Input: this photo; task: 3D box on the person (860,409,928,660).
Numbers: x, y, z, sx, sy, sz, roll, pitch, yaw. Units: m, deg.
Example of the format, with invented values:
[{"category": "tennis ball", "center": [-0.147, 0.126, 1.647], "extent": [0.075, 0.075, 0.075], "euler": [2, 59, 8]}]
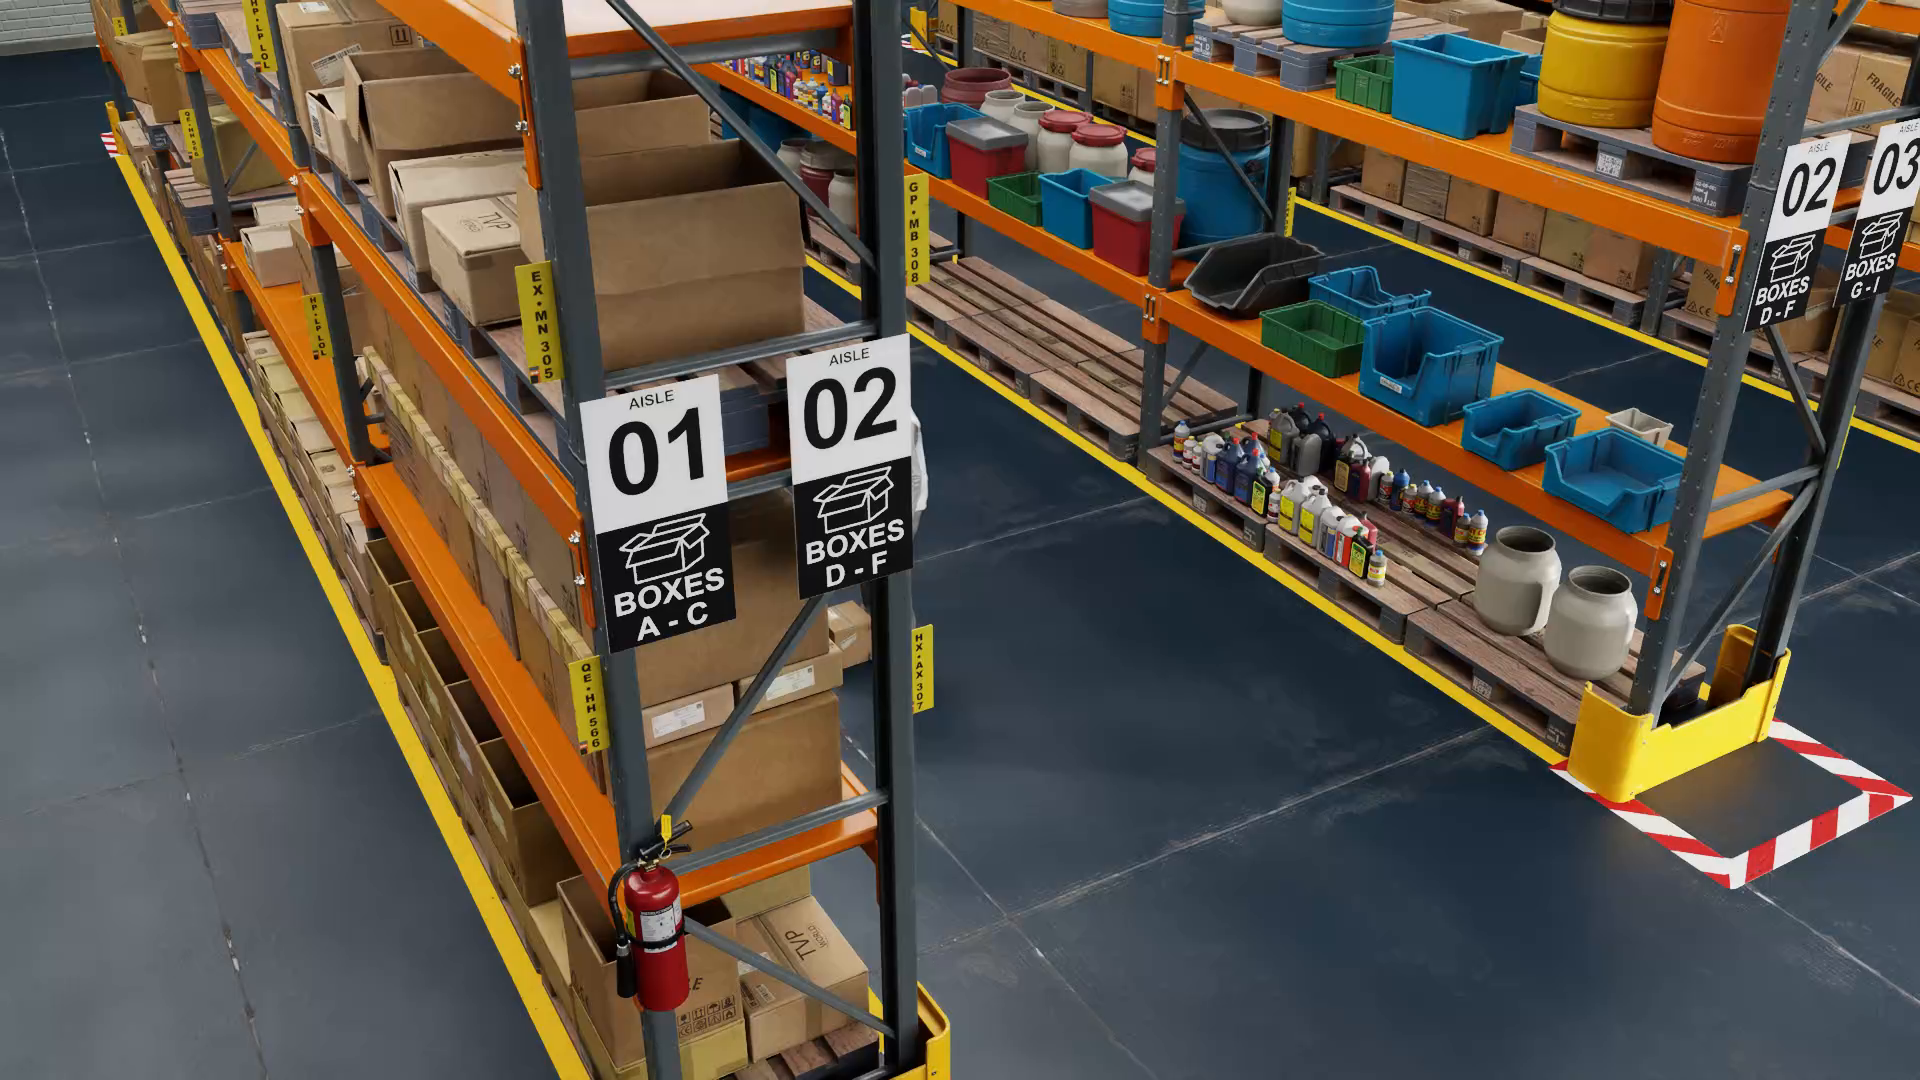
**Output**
[{"category": "person", "center": [-0.416, -0.203, 8.909], "extent": [0.460, 1.770, 0.590], "euler": [-17, 33, -28]}]
